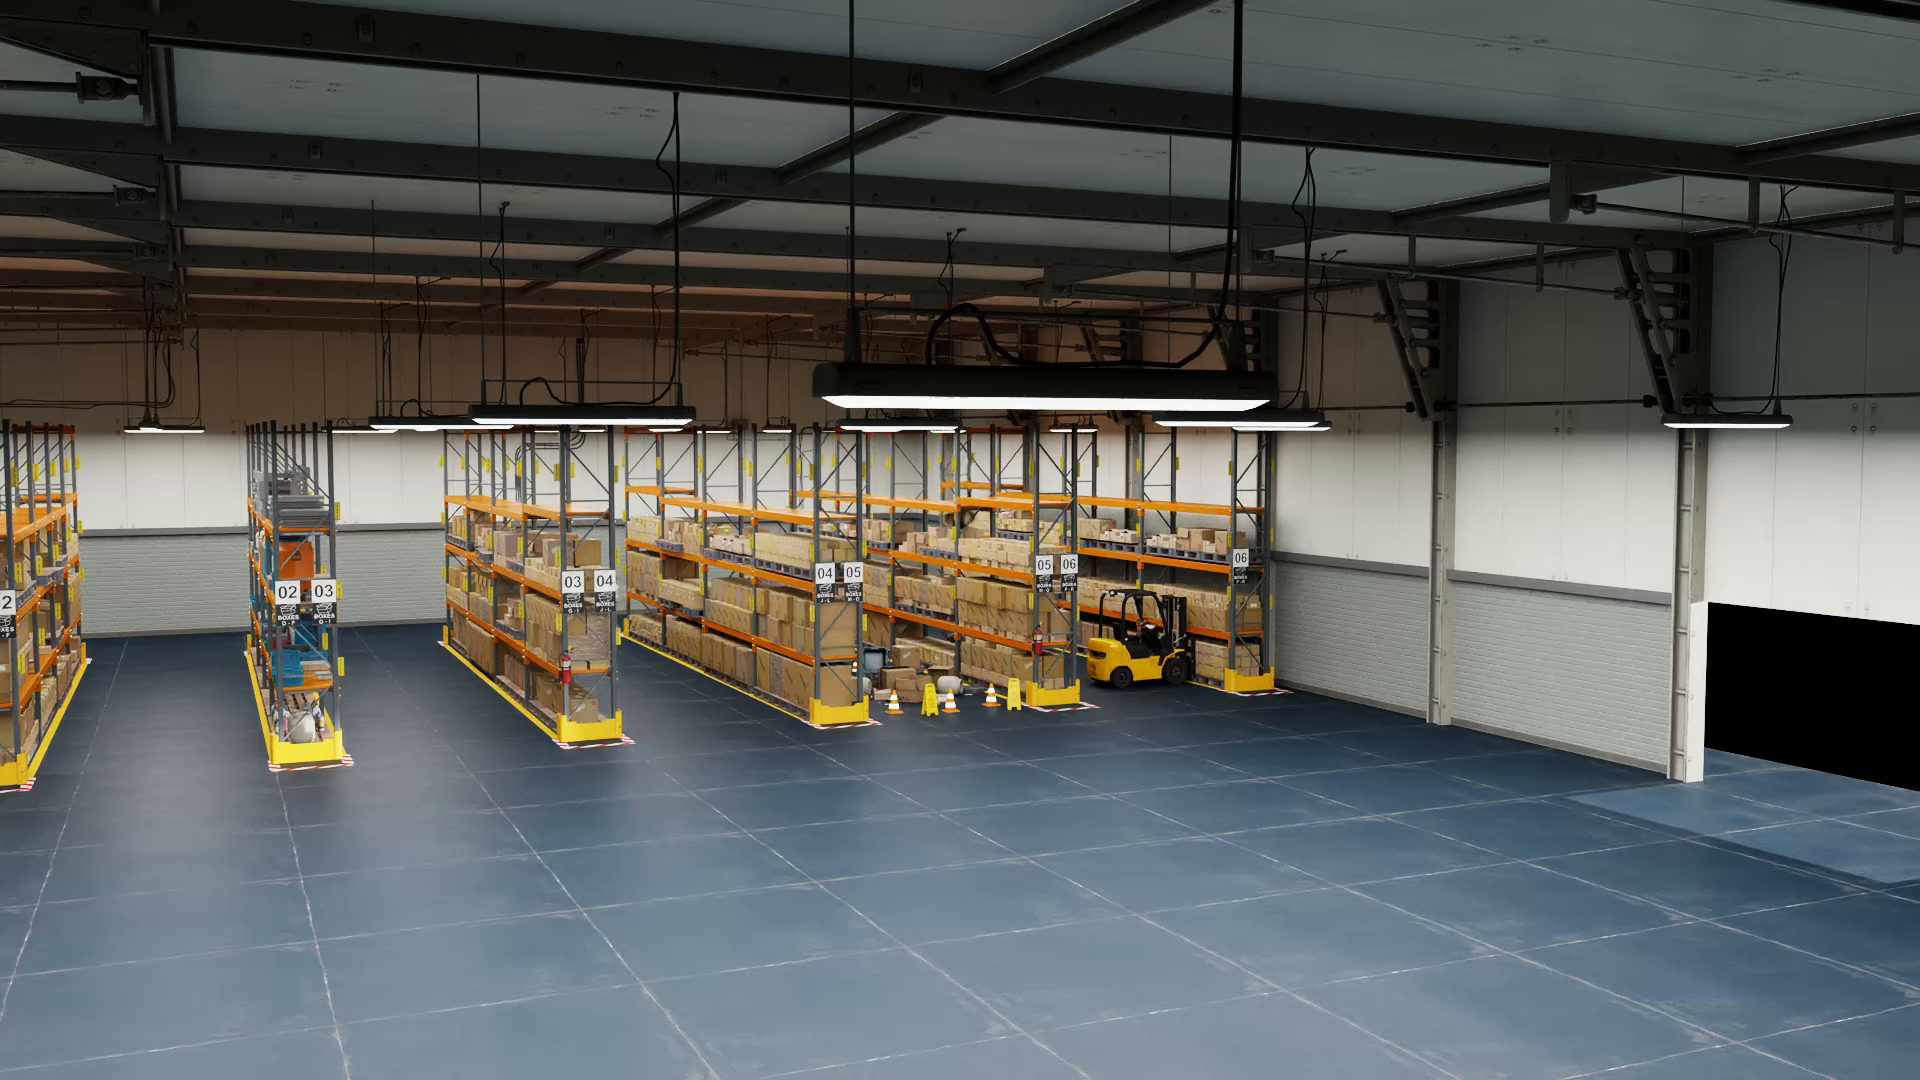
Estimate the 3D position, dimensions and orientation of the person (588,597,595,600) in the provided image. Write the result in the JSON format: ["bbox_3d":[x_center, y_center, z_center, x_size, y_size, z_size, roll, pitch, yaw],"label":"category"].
[{"bbox_3d":[-10.395,1.901,47.692,0.671,1.660,0.925,0,4,3],"label":"person"}]

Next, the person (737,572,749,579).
[{"bbox_3d":[-6.540,1.703,50.614,0.747,1.722,0.688,-2,4,-35],"label":"person"}]

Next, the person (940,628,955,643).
[{"bbox_3d":[-0.284,2.073,44.816,0.643,1.682,0.603,-2,4,-30],"label":"person"}]
